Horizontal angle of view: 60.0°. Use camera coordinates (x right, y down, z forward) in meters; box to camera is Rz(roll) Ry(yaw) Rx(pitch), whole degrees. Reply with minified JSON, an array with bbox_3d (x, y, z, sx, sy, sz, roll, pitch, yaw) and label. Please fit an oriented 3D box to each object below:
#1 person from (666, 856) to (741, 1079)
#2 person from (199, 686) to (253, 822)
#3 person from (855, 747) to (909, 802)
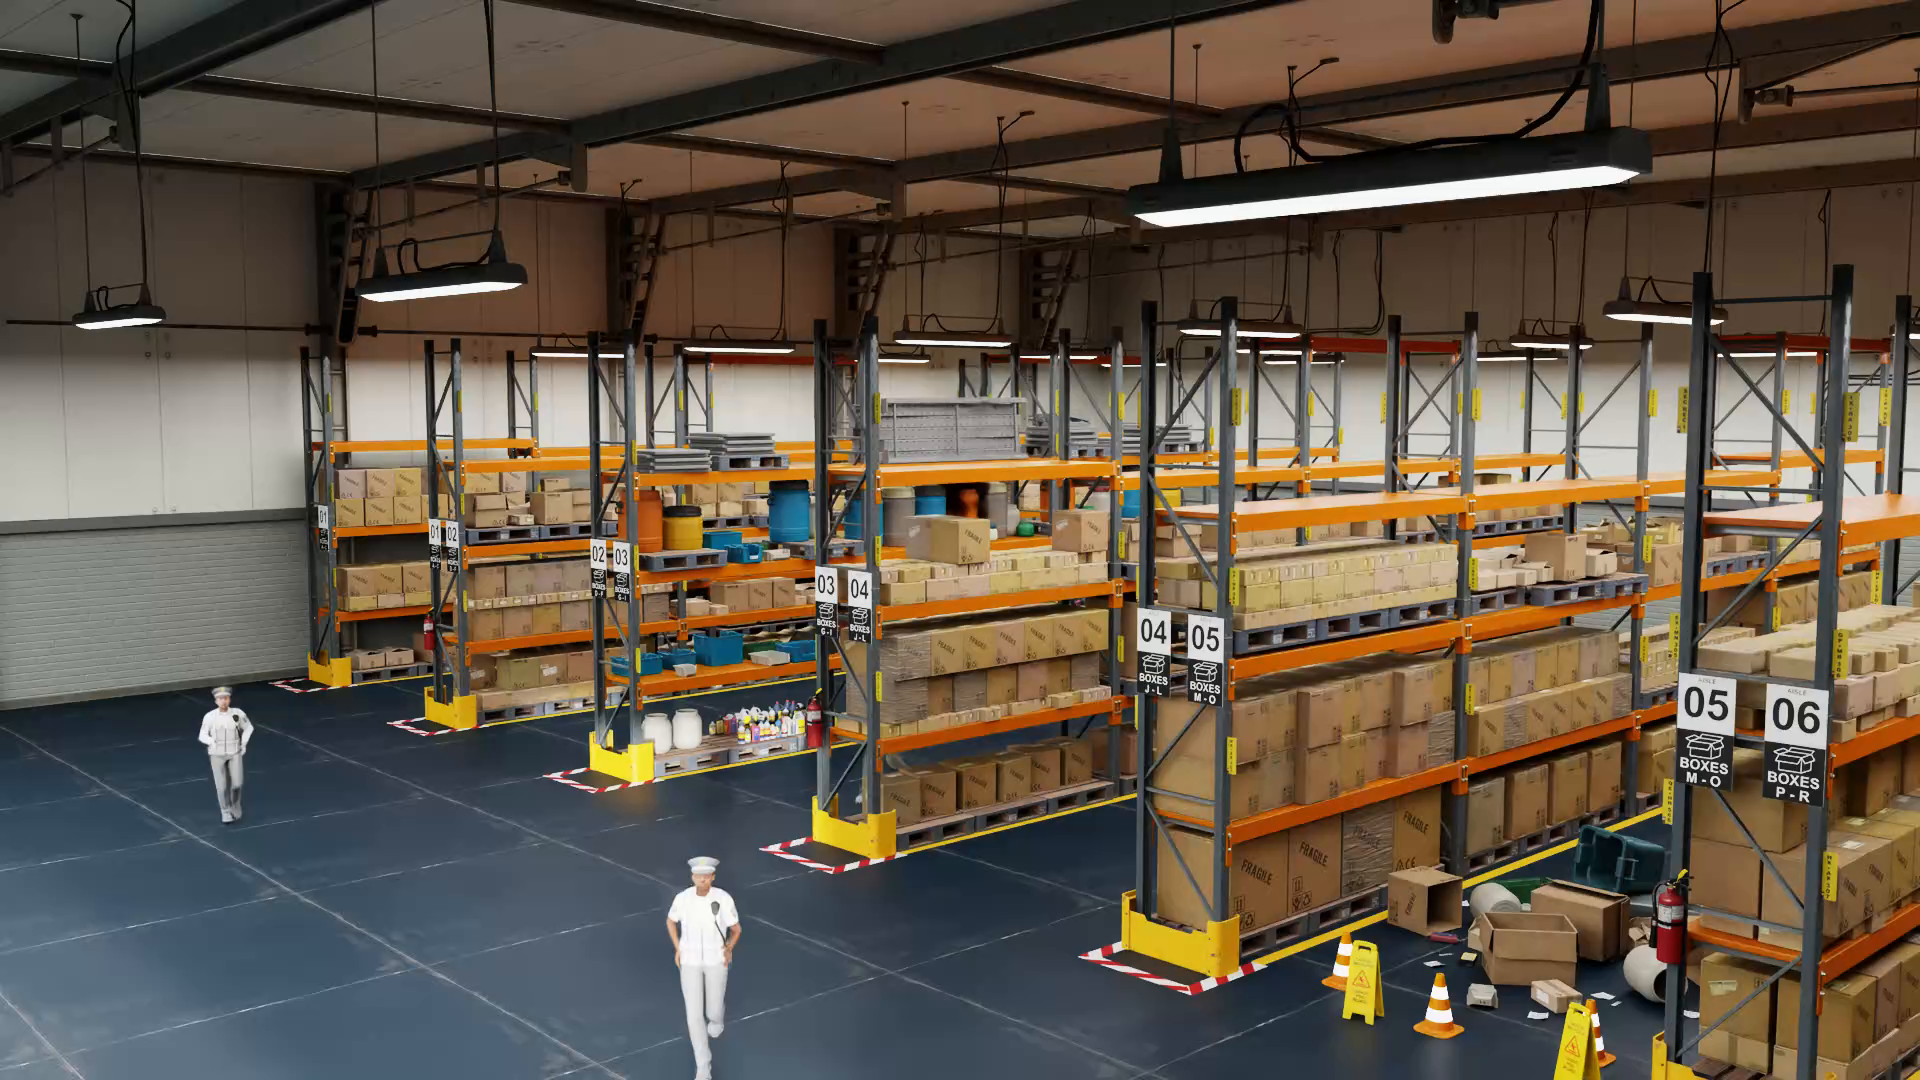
[{"bbox_3d":[-1.964,3.228,12.740,0.577,1.686,0.738,0,5,-5],"label":"person"},{"bbox_3d":[-8.776,2.576,19.918,0.602,1.655,0.554,-2,6,-25],"label":"person"},{"bbox_3d":[-0.980,2.446,21.160,0.564,1.655,0.969,4,6,39],"label":"person"}]
